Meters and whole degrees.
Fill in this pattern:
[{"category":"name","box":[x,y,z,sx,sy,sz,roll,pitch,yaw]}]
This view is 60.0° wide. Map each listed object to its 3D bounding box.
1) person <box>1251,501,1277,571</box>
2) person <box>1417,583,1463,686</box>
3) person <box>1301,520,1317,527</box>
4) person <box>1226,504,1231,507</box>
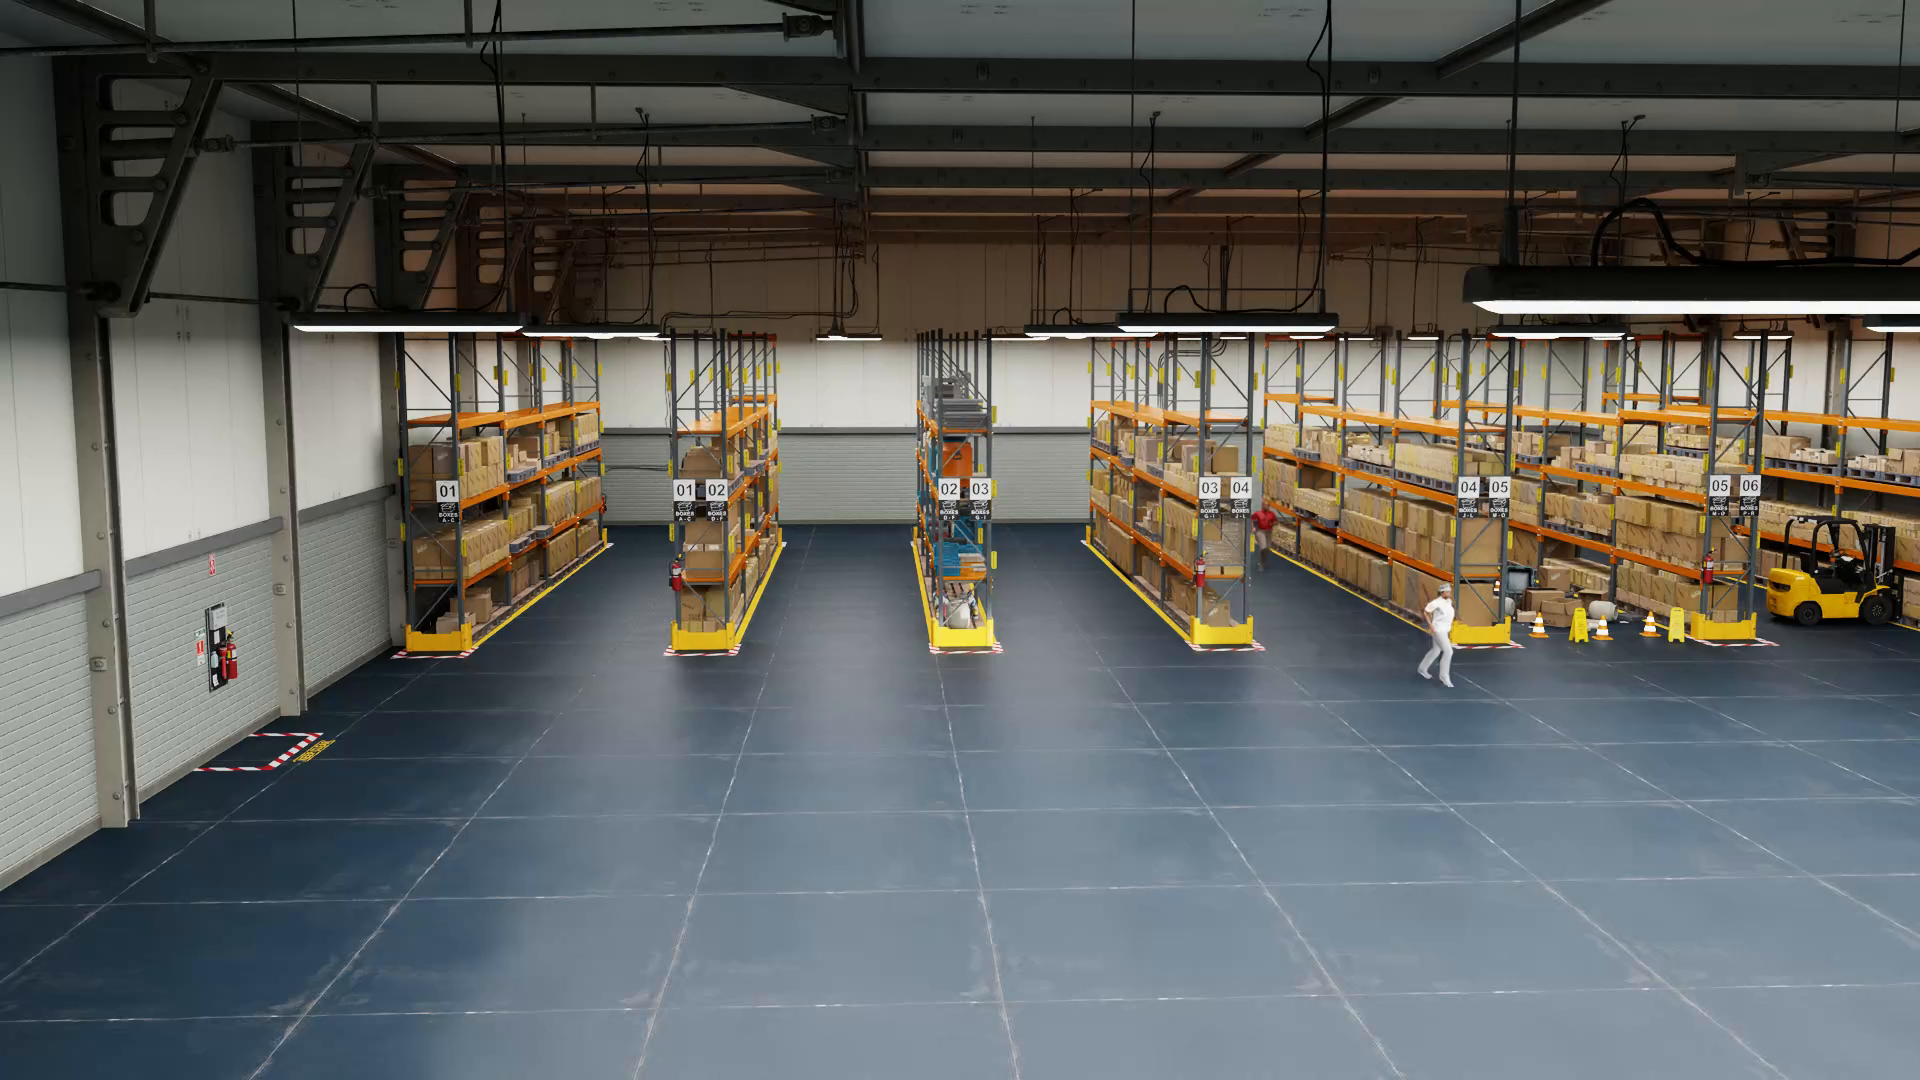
[{"category":"person","box":[7.739,-0.092,42.219,0.631,1.798,0.754,-2,7,-13]},{"category":"person","box":[8.116,1.577,28.137,0.753,1.754,0.571,6,9,40]},{"category":"person","box":[10.164,-0.877,48.669,0.754,1.773,0.839,-4,8,-33]},{"category":"person","box":[7.472,-0.763,47.867,0.708,1.707,0.557,3,7,26]}]
